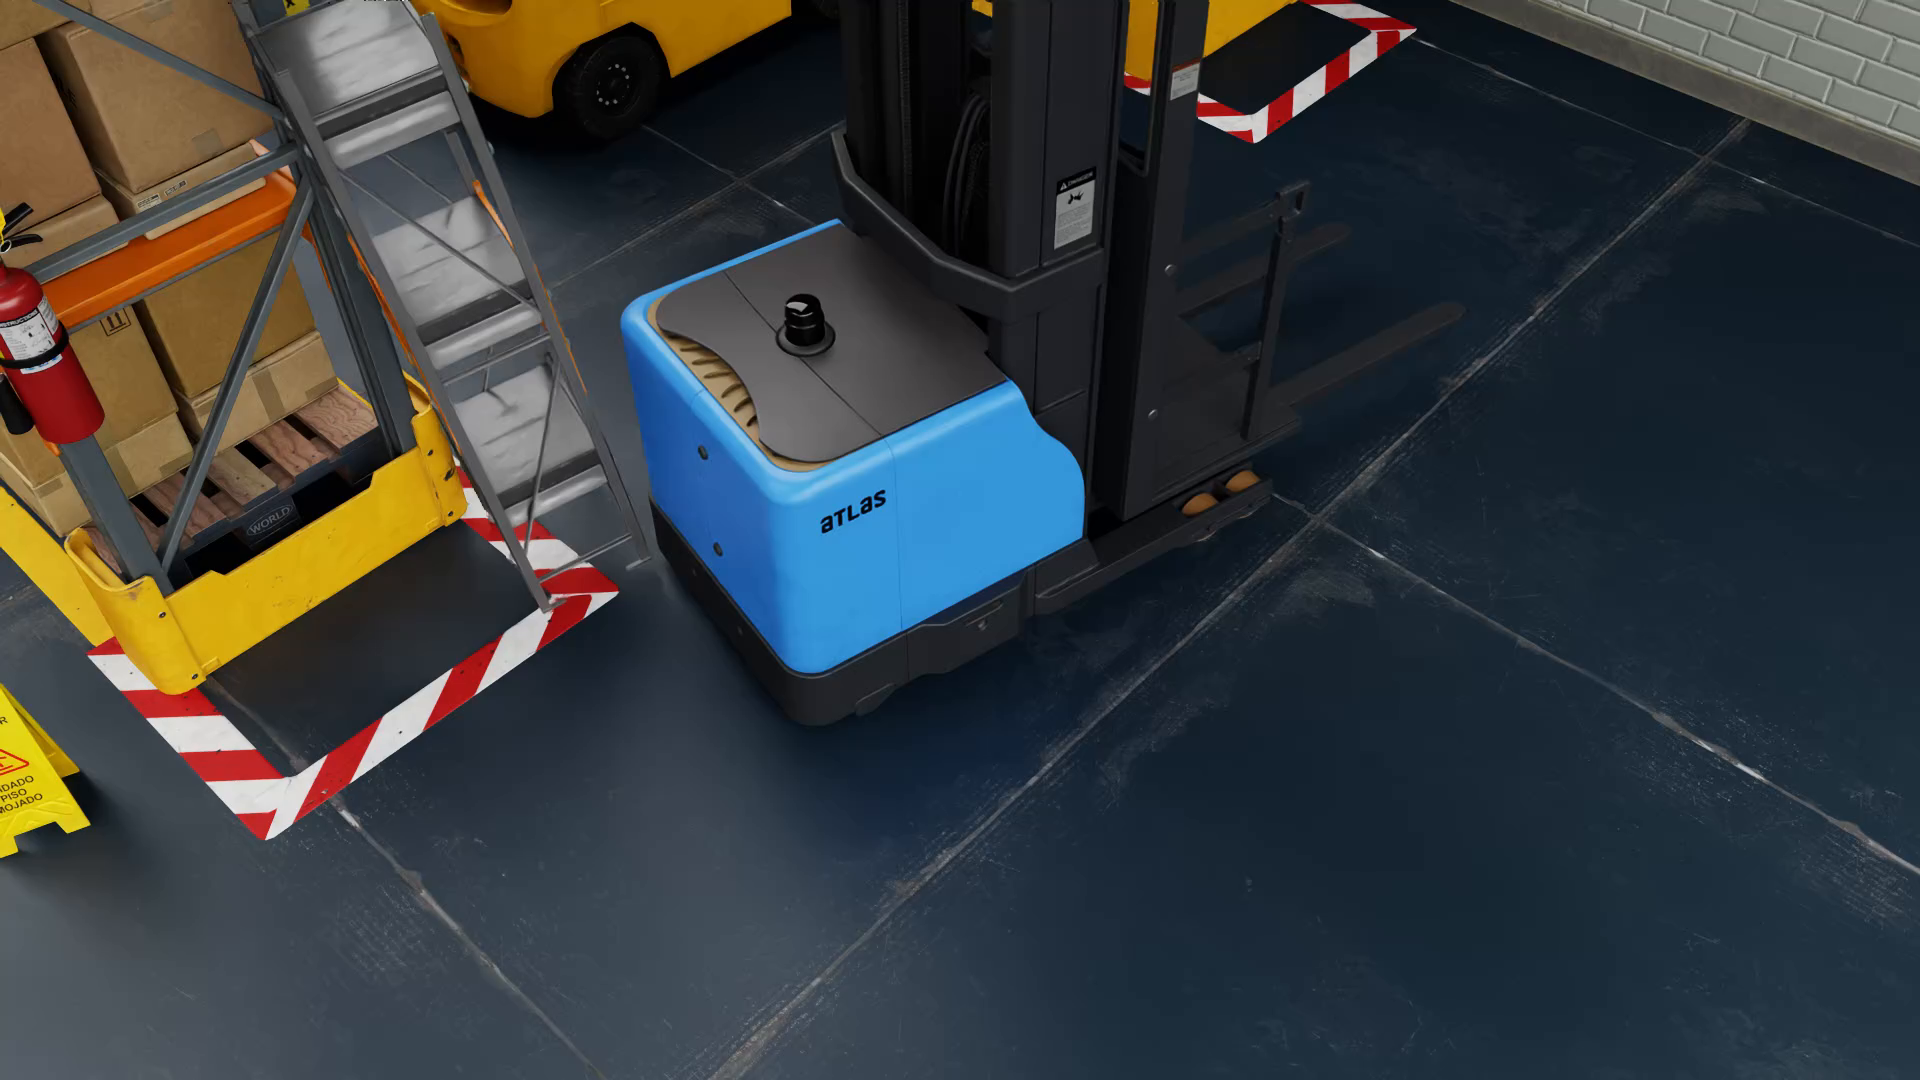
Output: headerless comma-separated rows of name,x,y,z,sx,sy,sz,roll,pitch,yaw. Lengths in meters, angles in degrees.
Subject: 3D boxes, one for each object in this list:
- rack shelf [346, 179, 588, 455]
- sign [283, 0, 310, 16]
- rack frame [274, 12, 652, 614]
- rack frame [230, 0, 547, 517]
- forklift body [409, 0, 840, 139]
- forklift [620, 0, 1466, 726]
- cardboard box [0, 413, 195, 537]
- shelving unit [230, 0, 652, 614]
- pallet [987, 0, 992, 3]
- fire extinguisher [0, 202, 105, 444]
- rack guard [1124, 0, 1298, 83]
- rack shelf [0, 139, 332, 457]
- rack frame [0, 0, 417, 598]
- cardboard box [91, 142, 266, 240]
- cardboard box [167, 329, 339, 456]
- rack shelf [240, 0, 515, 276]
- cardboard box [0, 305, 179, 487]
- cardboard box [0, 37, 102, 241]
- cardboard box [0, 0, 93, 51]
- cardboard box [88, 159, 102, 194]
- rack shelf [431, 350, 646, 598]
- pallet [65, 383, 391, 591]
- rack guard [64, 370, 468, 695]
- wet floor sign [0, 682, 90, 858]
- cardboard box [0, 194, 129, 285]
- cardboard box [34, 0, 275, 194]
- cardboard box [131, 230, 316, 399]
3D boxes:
rack shelf,-1.450,-0.659,4.918,0.431,0.518,0.480,-28,52,-15
sign,-1.806,-1.461,4.471,0.005,0.325,0.100,34,55,28
rack frame,-1.327,-0.515,4.763,0.400,2.100,0.015,-28,52,-15
rack frame,-1.575,-0.821,5.051,0.400,2.100,0.015,-28,52,-15
forklift body,-1.441,-3.205,7.284,1.214,2.155,2.313,34,55,28
forklift,0.474,-1.292,4.953,3.031,2.935,1.130,-27,52,-23
cardboard box,-2.968,-0.344,5.614,0.500,0.250,0.500,34,55,28
shelving unit,-1.451,-0.668,4.907,0.431,2.100,0.503,-28,52,-15
pallet,0.599,-2.936,8.362,1.213,0.211,1.003,34,55,28
fire extinguisher,-2.403,-0.544,4.257,0.183,0.674,0.296,34,55,28
rack guard,1.207,-2.668,7.912,0.348,0.500,1.175,34,55,28
rack shelf,-3.644,-1.617,5.704,4.000,0.370,1.077,34,55,28
rack frame,-2.174,-0.874,4.513,0.127,3.000,1.000,34,55,28
cardboard box,-2.283,-1.067,4.867,0.250,0.149,0.380,34,55,28
cardboard box,-2.579,-0.624,5.876,0.500,0.250,0.500,33,55,27
rack shelf,-1.525,-1.103,4.382,0.431,0.518,0.480,-28,52,-15
cardboard box,-2.940,-0.590,5.330,0.500,0.500,0.500,34,56,28
cardboard box,-2.760,-1.131,4.482,0.500,0.500,0.500,33,55,27
cardboard box,-2.698,-1.488,4.131,0.500,0.500,0.700,33,55,27
cardboard box,-2.479,-1.184,4.977,0.250,0.149,0.380,35,56,28
rack shelf,-1.375,-0.215,5.454,0.431,0.518,0.480,-28,52,-15
pallet,-2.803,-0.378,5.960,1.213,0.211,1.003,34,55,28
rack guard,-2.230,-0.056,5.460,0.348,0.500,1.175,34,55,28
wet floor sign,-2.760,0.599,4.745,0.267,0.644,0.232,-21,50,-18
cardboard box,-2.594,-0.859,4.671,0.250,0.149,0.380,36,56,29
cardboard box,-2.334,-1.393,4.728,0.500,0.500,0.500,33,55,27
cardboard box,-2.597,-0.892,5.614,0.500,0.500,0.500,32,55,27
